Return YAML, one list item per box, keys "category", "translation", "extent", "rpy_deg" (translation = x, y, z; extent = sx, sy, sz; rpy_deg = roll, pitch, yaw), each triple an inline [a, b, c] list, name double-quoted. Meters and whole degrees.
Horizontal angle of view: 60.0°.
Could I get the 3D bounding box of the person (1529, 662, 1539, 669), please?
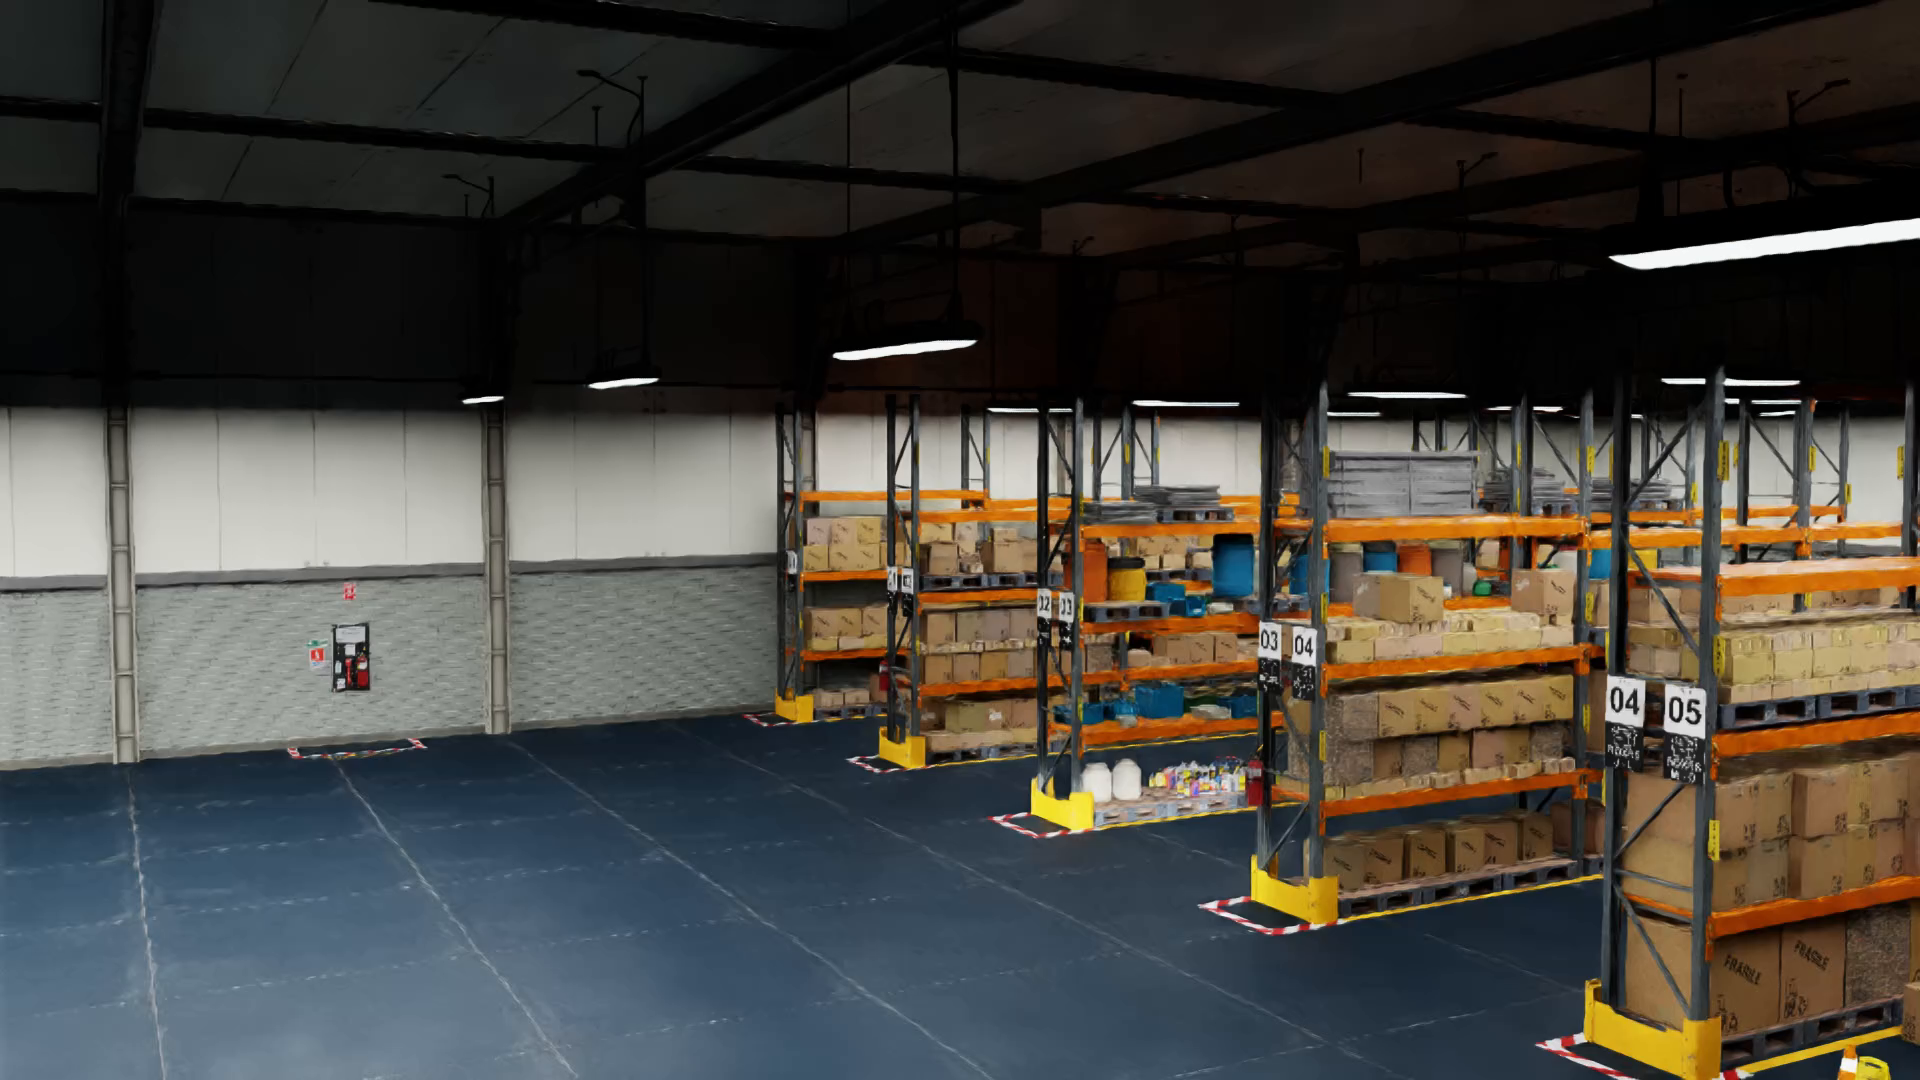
- category: "person"
  translation: [10.564, 2.618, 31.067]
  extent: [0.503, 1.596, 0.625]
  rpy_deg: [-2, 4, -30]
